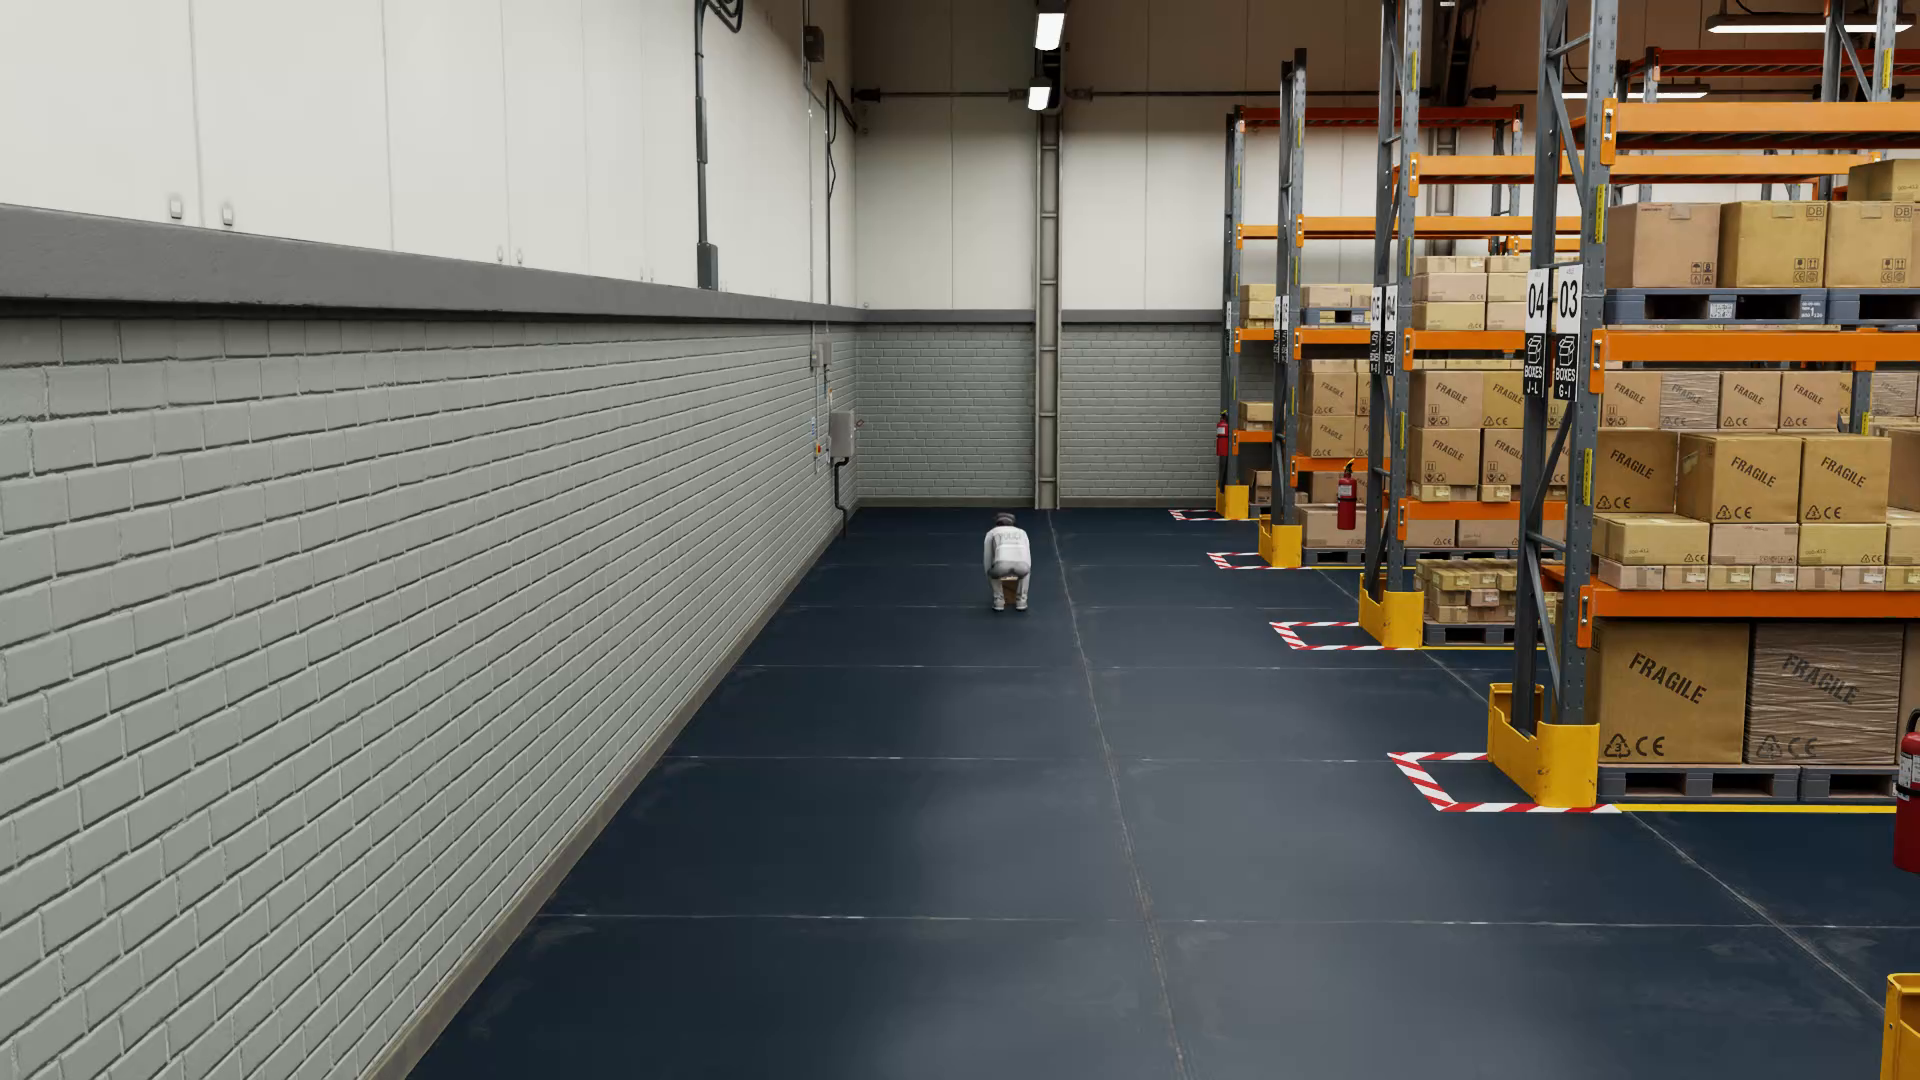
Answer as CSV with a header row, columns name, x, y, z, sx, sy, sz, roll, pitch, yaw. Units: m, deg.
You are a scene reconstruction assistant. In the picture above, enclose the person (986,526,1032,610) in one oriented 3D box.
name,x,y,z,sx,sy,sz,roll,pitch,yaw
person,0.500,0.312,16.937,0.469,0.848,0.876,0,7,1
